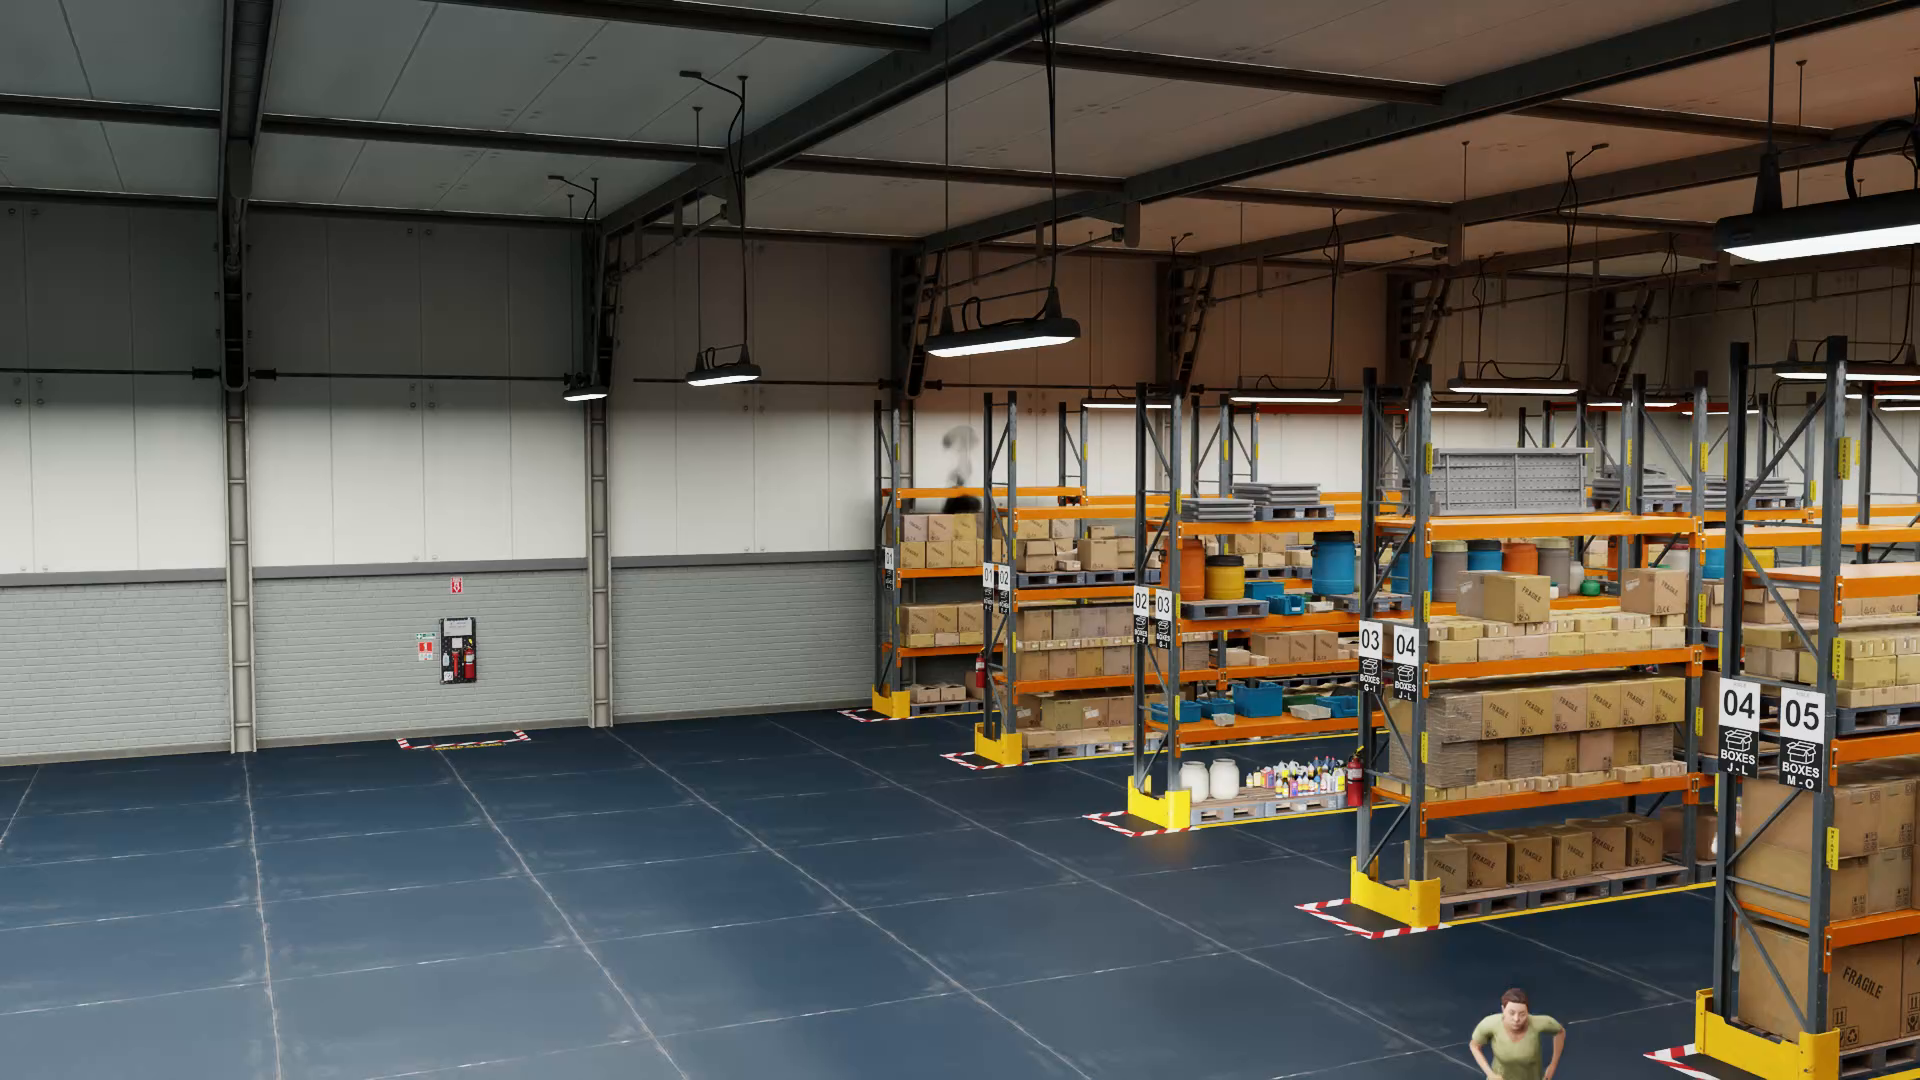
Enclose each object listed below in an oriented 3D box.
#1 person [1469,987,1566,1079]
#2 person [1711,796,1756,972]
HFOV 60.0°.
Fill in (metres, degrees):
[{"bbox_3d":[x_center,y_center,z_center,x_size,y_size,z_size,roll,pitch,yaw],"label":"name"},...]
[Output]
[{"bbox_3d":[3.756,3.740,11.252,0.613,1.600,1.004,1,3,15],"label":"person"},{"bbox_3d":[7.804,3.379,16.490,0.829,1.752,0.593,-2,4,-36],"label":"person"}]
